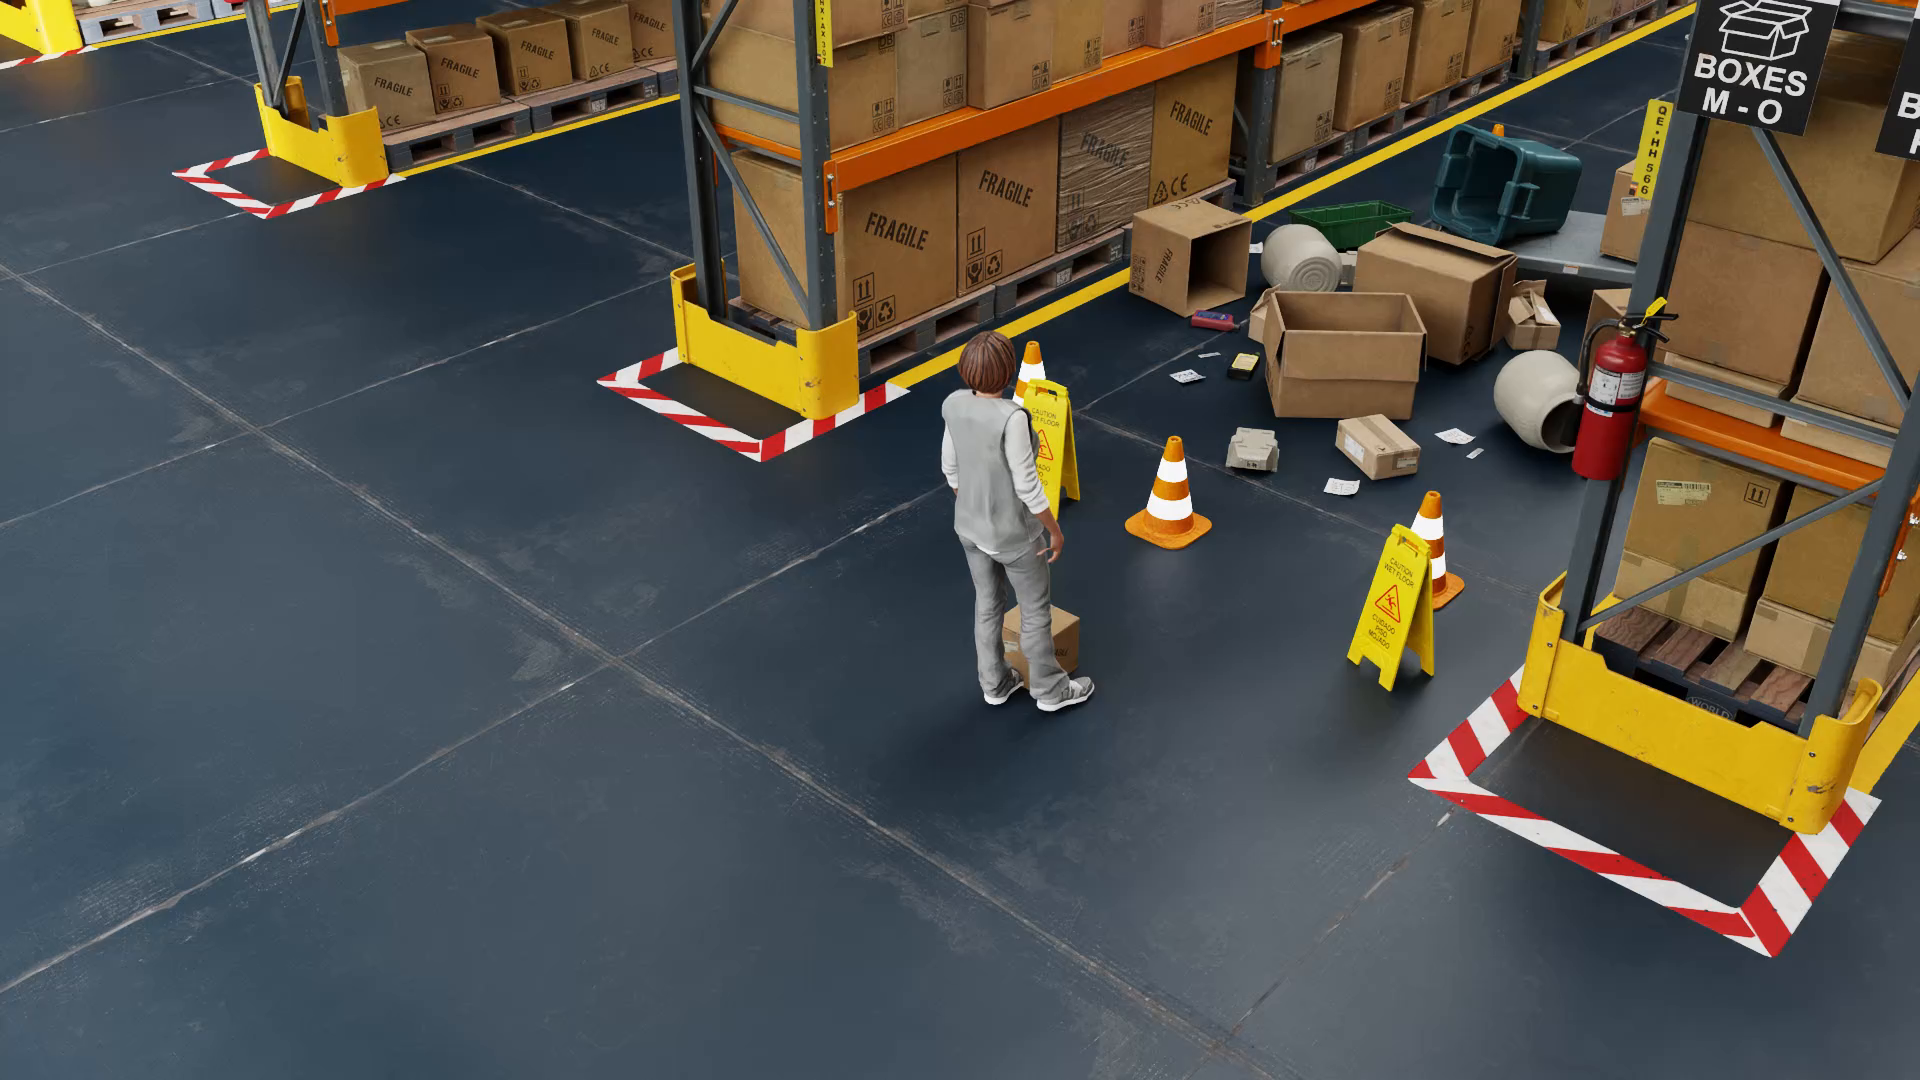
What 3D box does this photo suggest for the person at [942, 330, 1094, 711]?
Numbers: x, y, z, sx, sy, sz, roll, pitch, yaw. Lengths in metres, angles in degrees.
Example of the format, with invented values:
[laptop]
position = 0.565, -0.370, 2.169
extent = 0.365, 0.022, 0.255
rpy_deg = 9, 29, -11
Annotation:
[person]
position = 0.208, -0.063, 6.243
extent = 0.521, 1.586, 0.472
rpy_deg = 26, 40, 35
